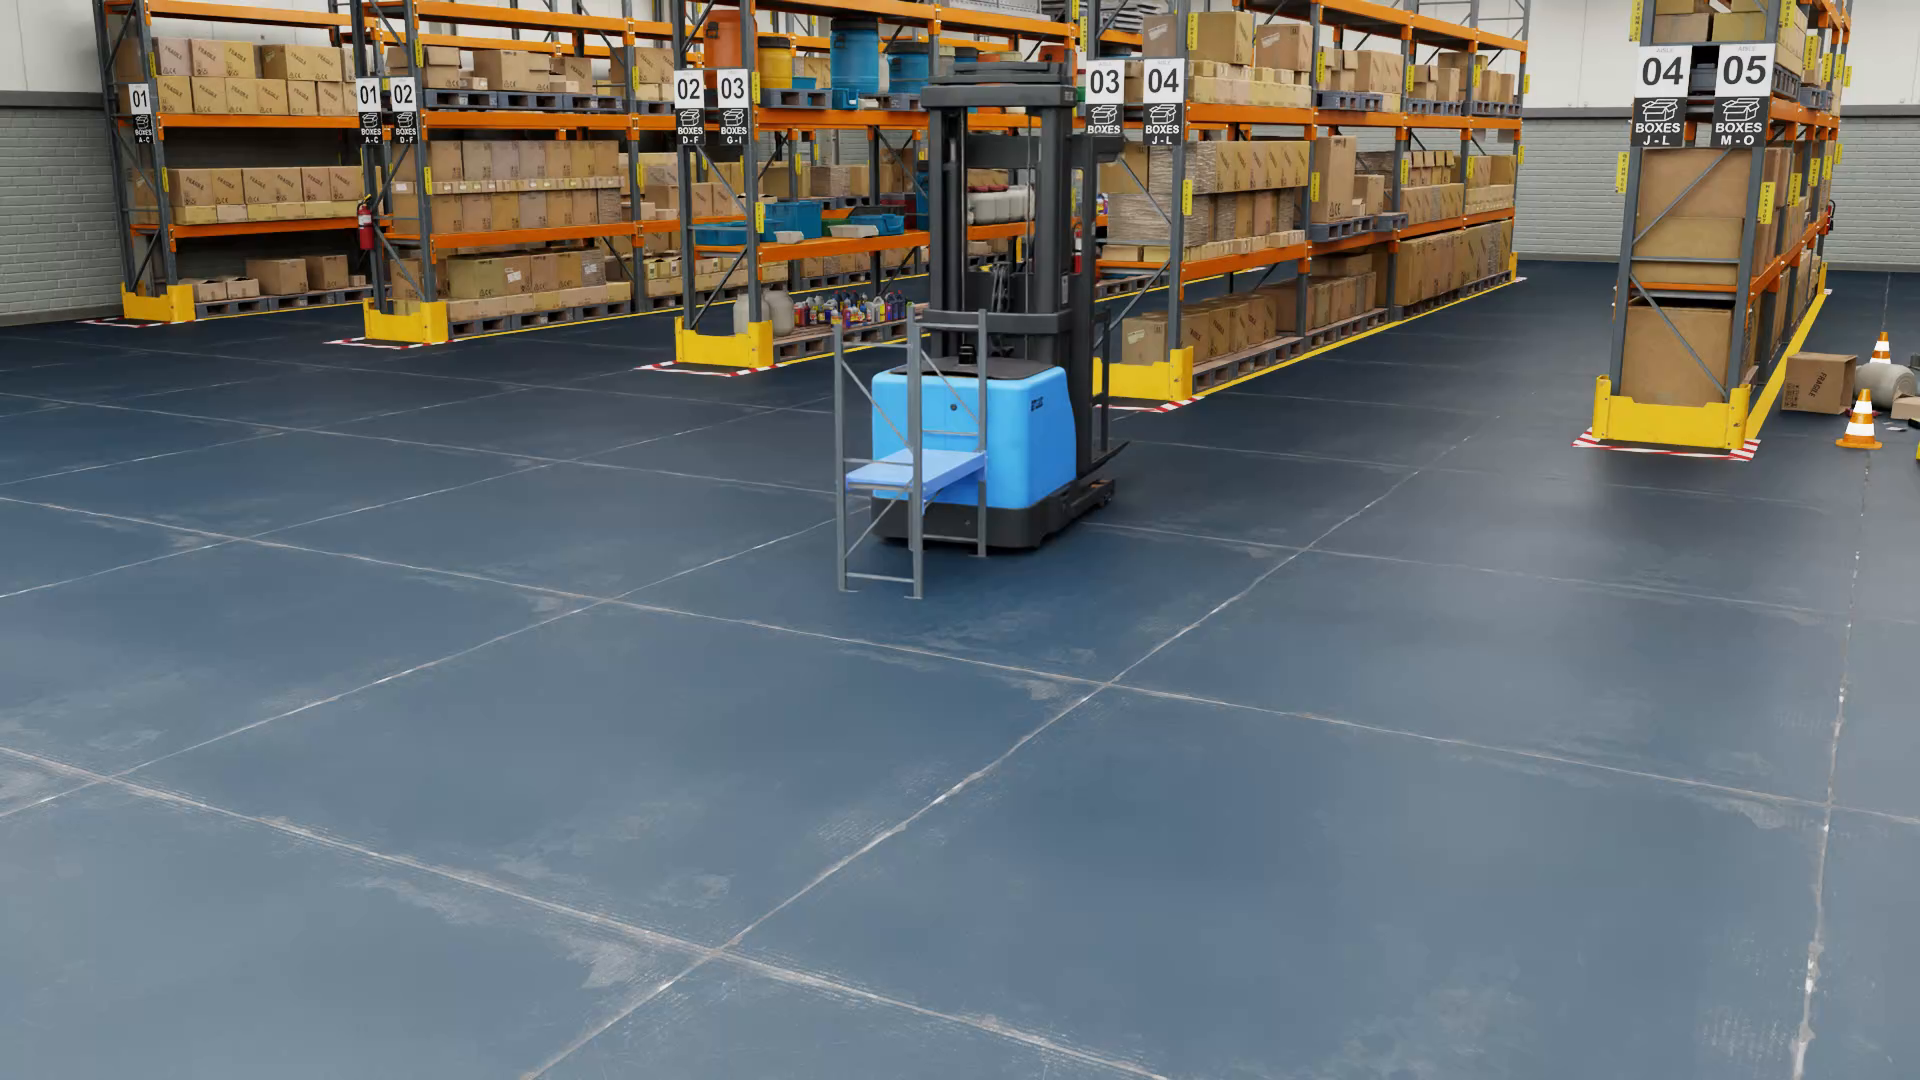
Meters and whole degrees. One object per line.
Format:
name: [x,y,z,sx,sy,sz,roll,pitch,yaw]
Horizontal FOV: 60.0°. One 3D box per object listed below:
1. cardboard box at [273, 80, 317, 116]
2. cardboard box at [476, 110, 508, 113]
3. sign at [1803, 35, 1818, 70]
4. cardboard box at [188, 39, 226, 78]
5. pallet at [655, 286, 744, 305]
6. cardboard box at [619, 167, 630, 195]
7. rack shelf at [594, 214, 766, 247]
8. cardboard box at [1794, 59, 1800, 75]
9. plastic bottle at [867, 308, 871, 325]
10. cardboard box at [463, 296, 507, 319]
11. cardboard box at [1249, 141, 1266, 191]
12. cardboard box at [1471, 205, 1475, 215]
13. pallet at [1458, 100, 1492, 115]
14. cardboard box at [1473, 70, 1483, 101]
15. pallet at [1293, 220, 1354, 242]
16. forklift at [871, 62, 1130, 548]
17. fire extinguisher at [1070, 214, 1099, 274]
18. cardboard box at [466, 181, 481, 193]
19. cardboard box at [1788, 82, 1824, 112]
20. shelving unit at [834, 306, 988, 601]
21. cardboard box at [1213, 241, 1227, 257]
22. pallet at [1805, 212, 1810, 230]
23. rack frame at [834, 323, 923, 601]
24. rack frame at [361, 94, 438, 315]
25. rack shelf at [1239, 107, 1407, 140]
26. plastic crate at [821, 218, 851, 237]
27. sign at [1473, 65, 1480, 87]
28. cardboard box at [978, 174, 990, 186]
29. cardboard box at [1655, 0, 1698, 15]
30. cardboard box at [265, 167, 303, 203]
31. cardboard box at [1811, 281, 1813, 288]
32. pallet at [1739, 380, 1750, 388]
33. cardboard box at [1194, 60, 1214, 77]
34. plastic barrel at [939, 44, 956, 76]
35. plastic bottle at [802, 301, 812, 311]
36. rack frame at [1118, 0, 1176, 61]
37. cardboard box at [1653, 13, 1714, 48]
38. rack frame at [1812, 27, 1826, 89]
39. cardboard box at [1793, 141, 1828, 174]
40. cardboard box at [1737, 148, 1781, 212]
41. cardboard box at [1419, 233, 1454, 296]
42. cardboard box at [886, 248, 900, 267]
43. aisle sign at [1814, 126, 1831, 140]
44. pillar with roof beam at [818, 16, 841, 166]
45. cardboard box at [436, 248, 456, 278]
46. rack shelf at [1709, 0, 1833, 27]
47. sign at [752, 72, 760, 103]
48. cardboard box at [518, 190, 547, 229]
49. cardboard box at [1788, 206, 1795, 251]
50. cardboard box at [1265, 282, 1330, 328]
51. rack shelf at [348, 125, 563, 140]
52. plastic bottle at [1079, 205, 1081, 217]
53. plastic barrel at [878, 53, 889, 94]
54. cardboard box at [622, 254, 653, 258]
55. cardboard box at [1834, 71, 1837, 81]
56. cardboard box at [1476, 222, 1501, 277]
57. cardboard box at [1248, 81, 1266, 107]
cardboard box: [-9.921,-6.551,24.652,0.500,0.500,0.500,7,15,26]
cardboard box: [-8.177,-7.470,28.456,0.797,0.503,0.637,10,17,36]
sign: [8.385,-4.806,16.396,0.100,0.325,0.005,7,15,28]
cardboard box: [-10.651,-6.717,23.208,0.500,0.500,0.500,7,15,27]
pallet: [-4.154,-3.878,26.167,1.003,0.211,1.213,7,15,28]
cardboard box: [-6.509,-6.689,30.989,0.500,0.500,0.500,7,15,28]
rack shelf: [-4.098,-4.887,25.939,1.077,0.370,4.000,7,15,28]
cardboard box: [7.757,-4.493,15.798,0.380,0.149,0.250,8,16,29]
plastic bottle: [-1.154,-2.787,20.727,0.097,0.201,0.097,0,14,0]
cardboard box: [-6.306,-3.061,21.801,0.500,0.250,0.500,7,15,28]
cardboard box: [2.900,-3.952,17.543,0.500,0.500,0.500,7,15,28]
cardboard box: [8.034,-5.299,26.650,0.380,0.149,0.250,7,15,26]
pallet: [7.877,-6.926,26.652,1.003,0.211,1.213,7,15,28]
cardboard box: [8.062,-7.381,27.028,0.700,0.500,0.500,8,16,31]
pallet: [4.102,-3.750,20.099,1.003,0.211,1.213,7,15,28]
forklift: [0.445,-1.675,11.227,1.130,2.935,3.031,5,14,20]
fire extinguisher: [1.213,-2.874,16.218,0.296,0.674,0.183,7,15,28]
cardboard box: [-6.373,-4.531,21.331,0.380,0.149,0.250,7,15,28]
cardboard box: [10.341,-5.535,20.479,0.500,0.500,0.500,7,15,28]
shelving unit: [-0.261,-0.531,9.534,0.538,1.500,1.048,5,14,20]
cardboard box: [2.519,-2.995,17.091,0.380,0.149,0.250,7,15,28]
pallet: [10.753,-4.259,22.207,1.003,0.211,1.213,7,15,28]
rack frame: [-0.442,-0.419,9.073,0.500,1.500,0.032,5,14,20]
rack frame: [-6.999,-4.006,20.749,1.000,3.000,0.127,7,15,28]
rack shelf: [4.572,-5.222,20.929,1.077,0.370,4.000,7,15,28]
plastic crate: [-1.634,-3.915,20.824,0.450,0.188,0.662,7,15,28]
sign: [7.952,-7.148,25.606,0.100,0.325,0.005,7,15,28]
cardboard box: [0.264,-7.006,32.979,0.500,0.500,0.500,8,15,28]
cardboard box: [5.830,-4.384,13.643,0.380,0.149,0.250,8,15,29]
cardboard box: [-10.101,-5.244,24.563,0.500,0.500,0.500,8,16,30]
cardboard box: [13.062,-3.995,25.891,0.380,0.149,0.250,8,16,29]
pallet: [6.873,-1.366,15.751,1.003,0.211,1.213,7,15,28]
cardboard box: [2.217,-4.534,16.010,0.380,0.149,0.250,8,16,29]
plastic barrel: [-0.359,-6.229,22.503,0.600,0.901,0.600,0,14,0]
plastic bottle: [-1.947,-2.837,20.774,0.152,0.276,0.135,7,15,26]
rack frame: [3.137,-8.822,27.927,1.000,3.000,0.127,7,15,28]
cardboard box: [5.956,-4.215,13.791,0.500,0.250,0.500,8,16,29]
rack frame: [9.832,-6.858,19.778,1.000,3.000,0.127,7,15,28]
cardboard box: [12.197,-5.506,23.991,0.500,0.500,0.500,8,16,29]
cardboard box: [6.752,-3.192,14.751,0.875,0.550,0.550,7,15,28]
cardboard box: [6.749,-4.199,25.187,1.225,0.875,0.875,7,15,26]
cardboard box: [-1.432,-5.232,30.231,0.500,0.500,0.500,7,15,28]
aisle sign: [13.997,-6.827,26.906,0.394,0.787,0.004,7,15,28]
pillar with roof beam: [0.714,-10.929,36.668,9.100,9.000,0.400,7,15,28]
cardboard box: [-8.856,-4.650,27.816,0.700,0.500,0.500,7,15,27]
rack shelf: [8.865,-5.903,18.207,1.077,0.370,4.000,7,15,28]
sign: [-2.185,-4.843,17.803,0.100,0.325,0.005,7,15,28]
cardboard box: [-6.016,-4.467,22.447,0.700,0.500,0.500,8,16,30]
cardboard box: [8.631,-3.350,17.816,0.500,0.500,0.500,8,15,28]
cardboard box: [4.168,-2.921,20.645,0.700,0.500,0.500,7,15,28]
rack shelf: [-8.436,-6.906,27.912,1.077,0.370,4.000,7,15,28]
plastic bottle: [1.822,-5.081,25.634,0.097,0.201,0.097,0,14,0]
plastic barrel: [-1.111,-5.915,21.134,0.421,0.512,0.421,0,14,0]
cardboard box: [-4.874,-4.189,25.285,0.500,0.311,0.500,8,16,30]
cardboard box: [12.796,-6.880,24.675,0.380,0.149,0.250,8,16,31]
cardboard box: [8.727,-5.009,28.549,0.875,0.875,0.875,7,15,28]
cardboard box: [2.865,-4.652,17.351,0.500,0.250,0.500,8,16,30]
